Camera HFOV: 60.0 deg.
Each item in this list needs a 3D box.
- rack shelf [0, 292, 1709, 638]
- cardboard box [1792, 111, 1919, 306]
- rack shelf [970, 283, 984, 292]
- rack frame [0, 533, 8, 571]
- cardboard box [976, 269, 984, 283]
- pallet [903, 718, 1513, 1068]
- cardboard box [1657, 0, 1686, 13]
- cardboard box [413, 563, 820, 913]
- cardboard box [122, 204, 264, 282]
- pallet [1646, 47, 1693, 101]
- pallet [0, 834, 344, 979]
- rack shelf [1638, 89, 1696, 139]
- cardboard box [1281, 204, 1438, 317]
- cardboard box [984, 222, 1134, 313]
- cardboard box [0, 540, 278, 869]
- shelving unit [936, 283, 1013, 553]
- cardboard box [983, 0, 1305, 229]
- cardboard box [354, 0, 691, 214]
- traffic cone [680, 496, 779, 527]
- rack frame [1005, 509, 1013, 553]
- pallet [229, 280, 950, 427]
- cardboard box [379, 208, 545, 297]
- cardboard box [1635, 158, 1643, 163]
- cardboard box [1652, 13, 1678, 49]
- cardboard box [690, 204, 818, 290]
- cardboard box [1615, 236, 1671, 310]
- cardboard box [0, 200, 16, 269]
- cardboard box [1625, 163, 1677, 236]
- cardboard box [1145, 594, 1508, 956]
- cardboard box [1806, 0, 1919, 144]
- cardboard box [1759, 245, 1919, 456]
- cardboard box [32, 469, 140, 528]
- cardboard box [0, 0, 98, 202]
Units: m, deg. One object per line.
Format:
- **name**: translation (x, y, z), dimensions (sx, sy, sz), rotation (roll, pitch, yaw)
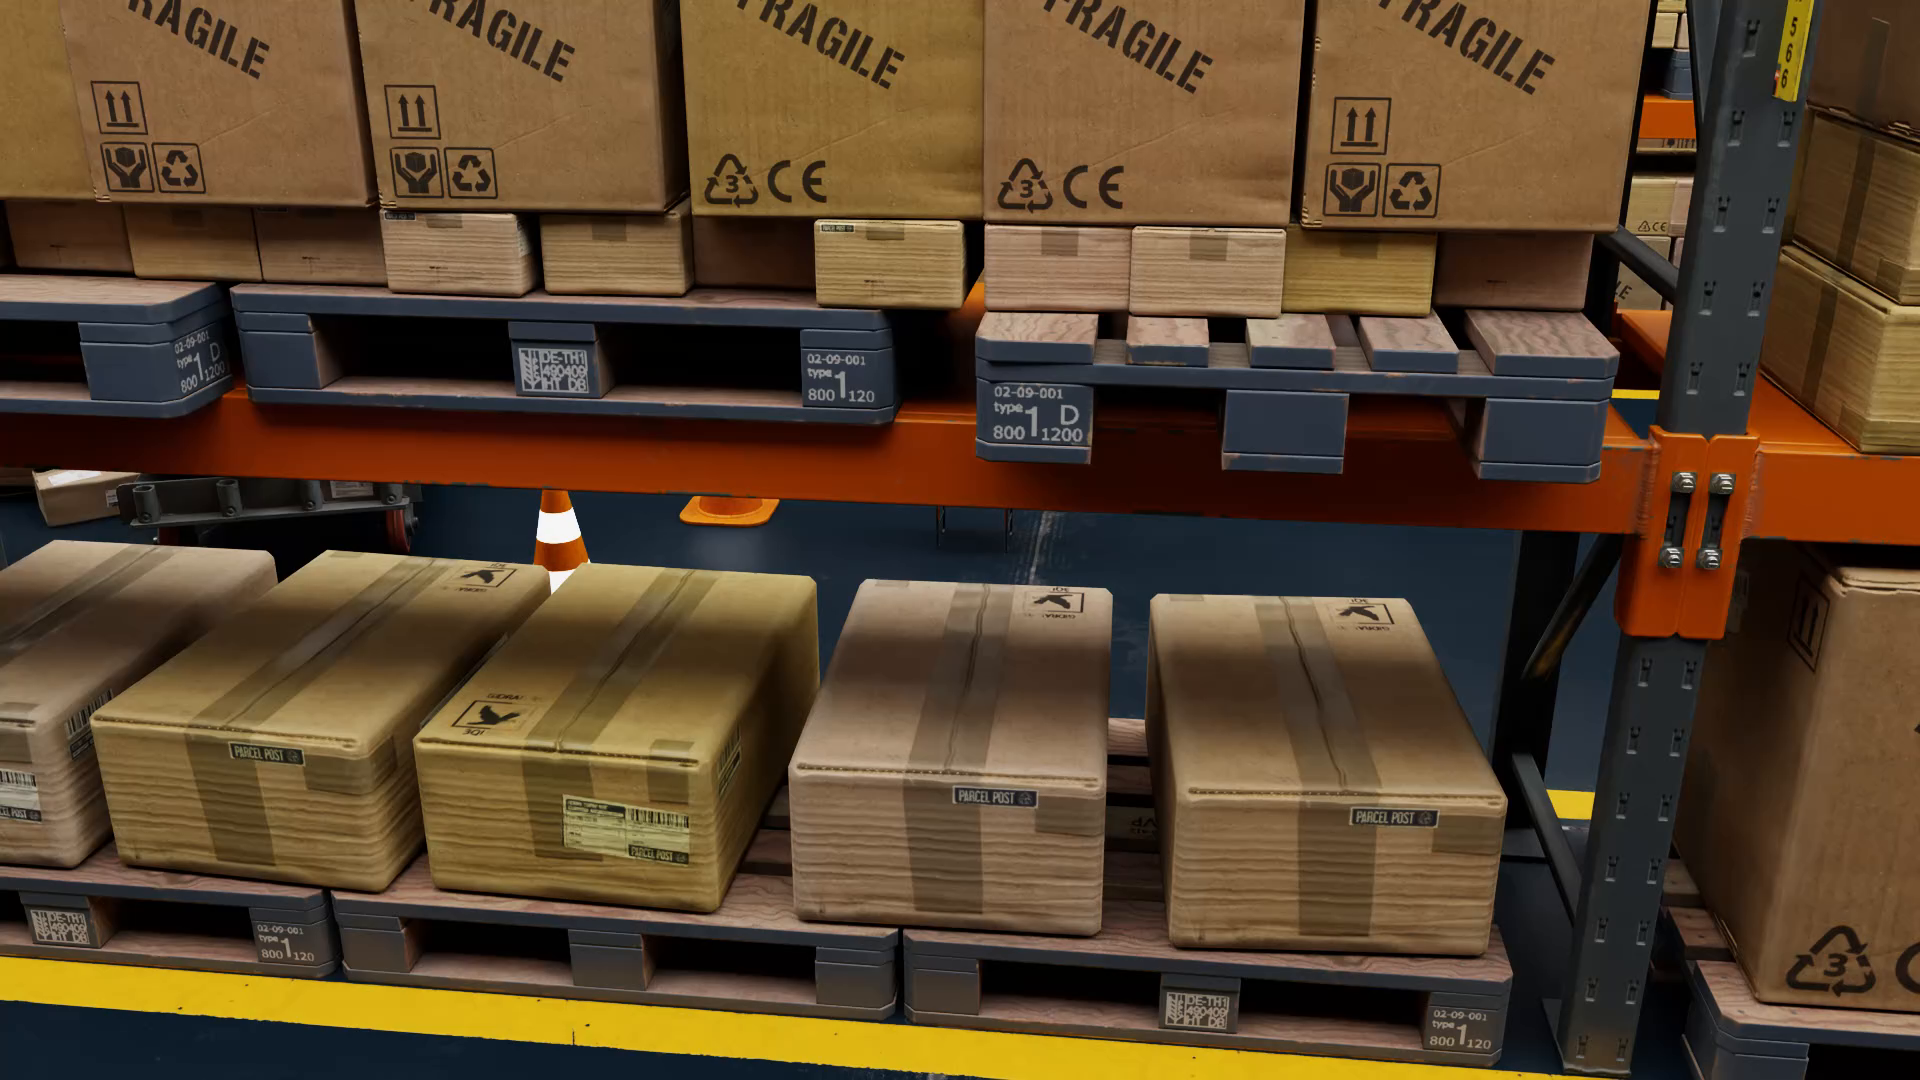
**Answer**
- **rack shelf**: translation (-0.675, -0.274, 3.531), dimensions (4.000, 0.370, 1.077), rotation (2, 22, 6)
- **cardboard box**: translation (1.785, -0.573, 2.832), dimensions (0.500, 0.250, 0.500), rotation (2, 22, 6)
- **rack shelf**: translation (0.053, -0.740, 5.641), dimensions (0.240, 0.259, 0.215), rotation (2, 22, 6)
- **rack frame**: translation (-2.661, -0.695, 3.618), dimensions (0.127, 3.000, 1.000), rotation (2, 22, 6)
- **cardboard box**: translation (0.331, -1.578, 8.341), dimensions (0.750, 0.750, 1.050), rotation (3, 22, 7)
- **pallet**: translation (0.535, 0.740, 3.780), dimensions (1.213, 0.211, 1.003), rotation (2, 22, 6)
- **cardboard box**: translation (3.035, -2.424, 7.357), dimensions (0.250, 0.149, 0.380), rotation (3, 22, 7)
- **cardboard box**: translation (-0.735, 0.413, 3.819), dimensions (0.625, 0.372, 0.950), rotation (3, 22, 8)
- **cardboard box**: translation (-1.362, -0.609, 3.172), dimensions (0.250, 0.149, 0.380), rotation (3, 22, 7)
- **pallet**: translation (3.764, -2.174, 7.619), dimensions (1.213, 0.211, 1.003), rotation (2, 22, 6)
- **pallet**: translation (-1.888, 0.635, 4.047), dimensions (1.213, 0.211, 1.003), rotation (2, 22, 6)
- **rack shelf**: translation (3.779, -1.912, 7.676), dimensions (4.000, 0.370, 1.077), rotation (2, 22, 6)
- **cardboard box**: translation (0.683, -0.514, 2.930), dimensions (0.250, 0.149, 0.380), rotation (3, 22, 7)
- **cardboard box**: translation (0.179, -0.522, 2.951), dimensions (0.250, 0.149, 0.380), rotation (1, 22, 4)
- **cardboard box**: translation (-2.140, 0.354, 3.969), dimensions (0.625, 0.372, 0.950), rotation (3, 22, 7)
- **shelving unit**: translation (0.053, -0.486, 5.741), dimensions (0.252, 1.050, 0.215), rotation (2, 22, 6)
- **cardboard box**: translation (0.312, -0.839, 2.869), dimensions (0.500, 0.500, 0.500), rotation (2, 22, 5)
- **cardboard box**: translation (-0.731, -0.884, 2.984), dimensions (0.500, 0.500, 0.500), rotation (2, 22, 4)
- **traffic cone**: translation (-0.859, -0.325, 6.133), dimensions (0.334, 0.463, 0.336), rotation (2, 22, 6)
- **rack frame**: translation (0.174, -0.481, 5.728), dimensions (0.008, 1.050, 0.200), rotation (2, 22, 6)
- **pallet**: translation (-0.660, -0.503, 3.394), dimensions (1.213, 0.211, 1.003), rotation (2, 22, 6)
- **cardboard box**: translation (-0.858, -0.568, 3.066), dimensions (0.250, 0.149, 0.380), rotation (3, 22, 8)
- **cardboard box**: translation (3.006, -1.763, 8.129), dimensions (0.500, 0.250, 0.500), rotation (3, 22, 7)
- **cardboard box**: translation (3.016, -2.285, 7.409), dimensions (0.250, 0.149, 0.380), rotation (3, 22, 9)
- **cardboard box**: translation (-0.331, -0.586, 3.112), dimensions (0.250, 0.149, 0.380), rotation (3, 22, 7)
- **cardboard box**: translation (2.965, -1.222, 7.780), dimensions (0.500, 0.500, 0.500), rotation (3, 22, 7)
- **cardboard box**: translation (-1.903, -0.620, 3.199), dimensions (0.250, 0.149, 0.380), rotation (3, 22, 7)
- **cardboard box**: translation (2.953, -1.575, 7.653), dimensions (0.500, 0.250, 0.500), rotation (2, 22, 6)
- **cardboard box**: translation (0.751, 0.477, 3.657), dimensions (0.625, 0.372, 0.950), rotation (1, 22, 3)
- **cardboard box**: translation (1.772, -0.923, 2.698), dimensions (0.500, 0.500, 0.500), rotation (2, 22, 5)
- **cardboard box**: translation (1.767, -0.339, 2.922), dimensions (0.500, 0.250, 0.500), rotation (2, 22, 5)
- **cardboard box**: translation (-3.218, -0.242, 6.192), dimensions (0.396, 0.266, 0.258), rotation (-14, 25, -31)
- **cardboard box**: translation (-1.732, -0.929, 3.097), dimensions (0.500, 0.500, 0.500), rotation (3, 22, 6)
